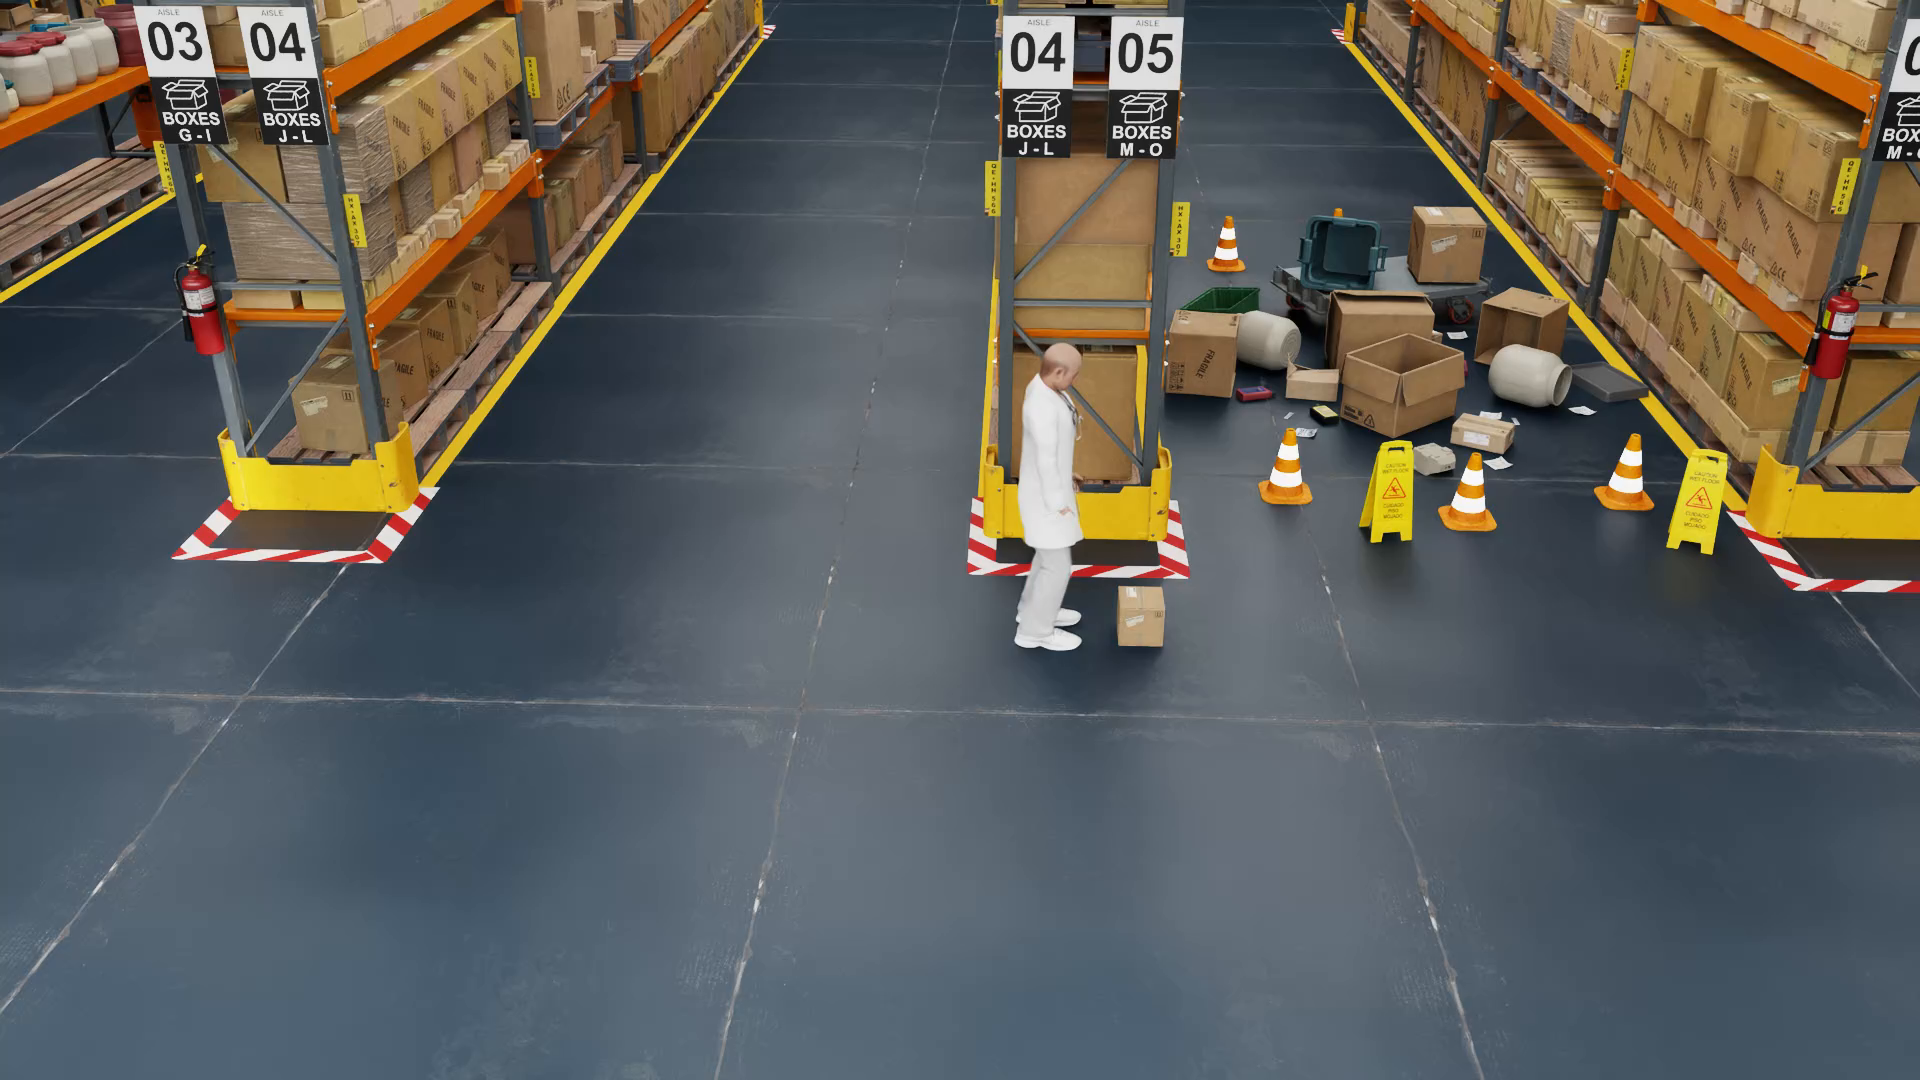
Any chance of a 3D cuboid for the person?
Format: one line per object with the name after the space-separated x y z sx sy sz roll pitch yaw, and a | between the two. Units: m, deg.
0.506 -0.254 9.150 0.378 1.762 0.572 2 28 3 | person
